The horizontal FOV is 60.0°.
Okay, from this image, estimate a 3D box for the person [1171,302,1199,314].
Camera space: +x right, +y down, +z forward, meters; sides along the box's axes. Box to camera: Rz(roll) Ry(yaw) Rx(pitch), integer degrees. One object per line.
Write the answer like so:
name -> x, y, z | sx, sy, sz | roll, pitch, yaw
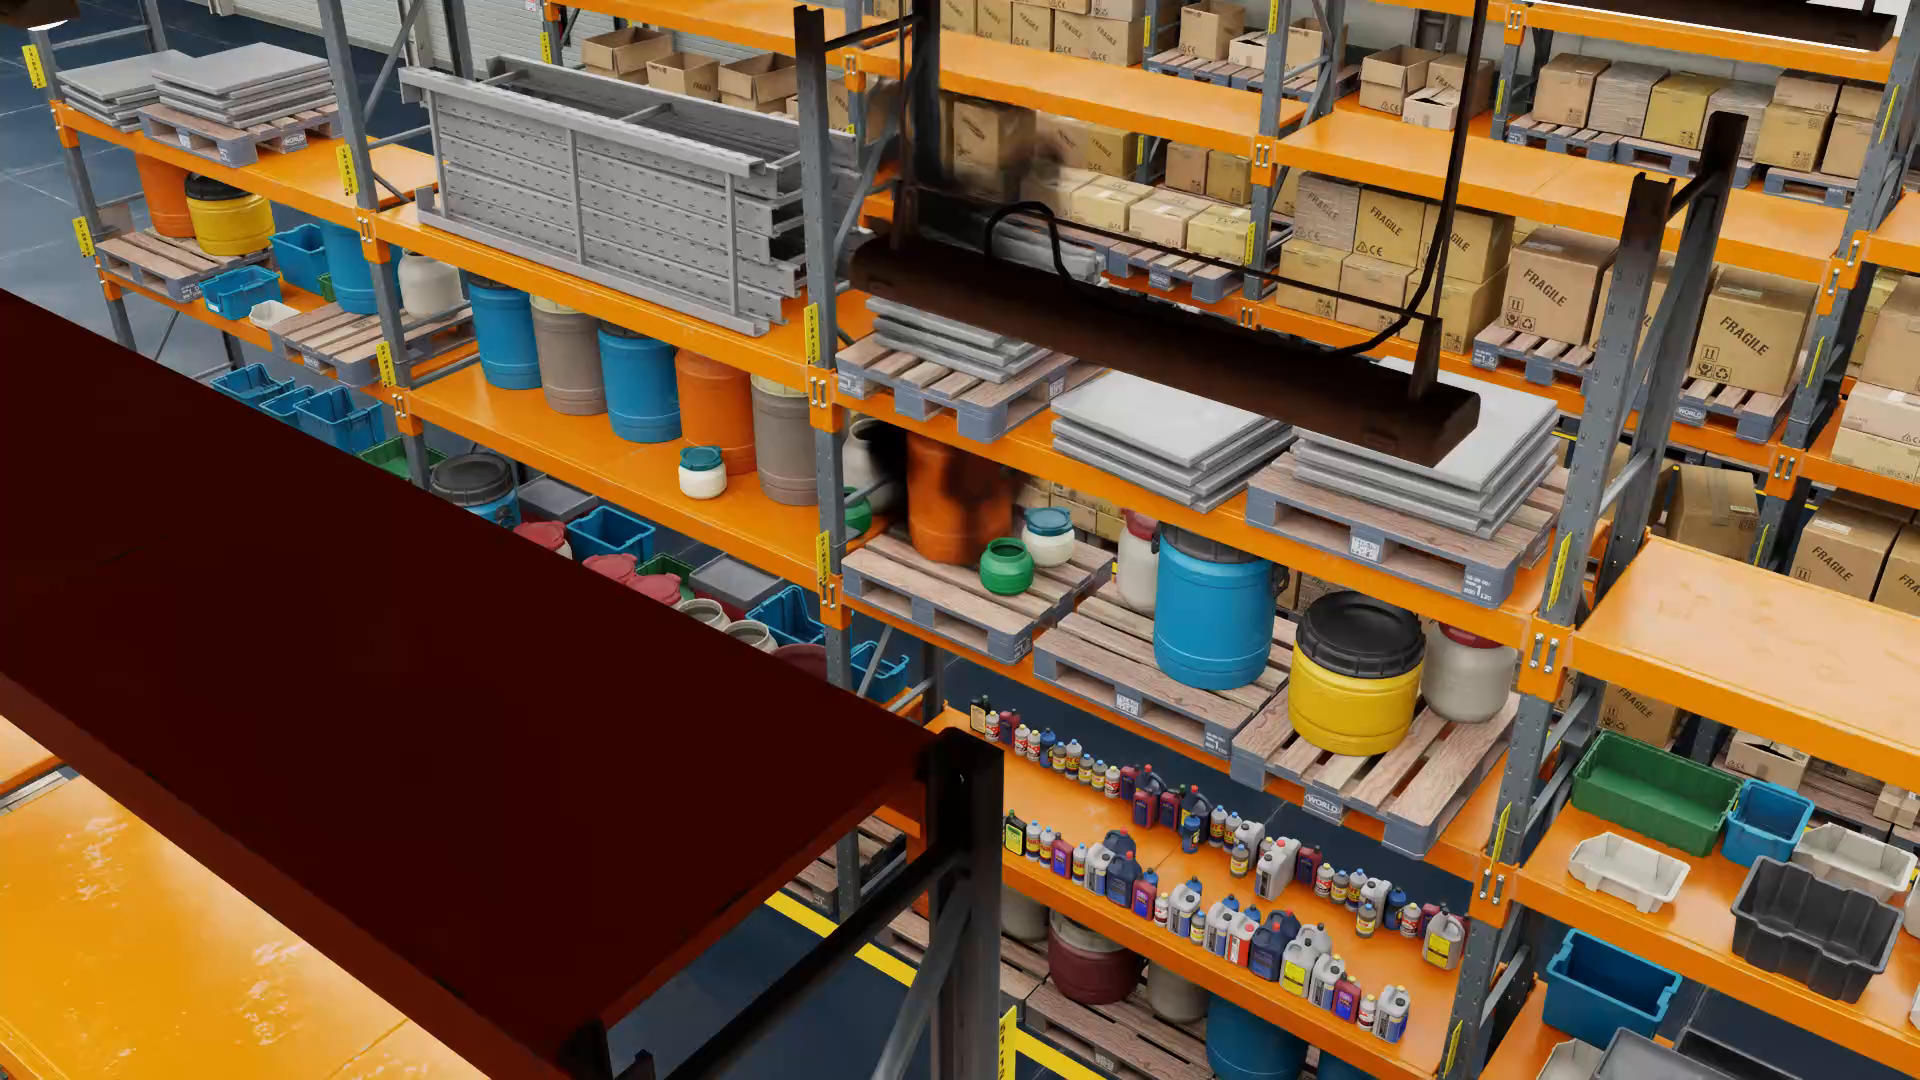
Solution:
person -> 2.124, -1.567, 16.180 | 0.921, 1.706, 0.576 | 18, 36, 27
